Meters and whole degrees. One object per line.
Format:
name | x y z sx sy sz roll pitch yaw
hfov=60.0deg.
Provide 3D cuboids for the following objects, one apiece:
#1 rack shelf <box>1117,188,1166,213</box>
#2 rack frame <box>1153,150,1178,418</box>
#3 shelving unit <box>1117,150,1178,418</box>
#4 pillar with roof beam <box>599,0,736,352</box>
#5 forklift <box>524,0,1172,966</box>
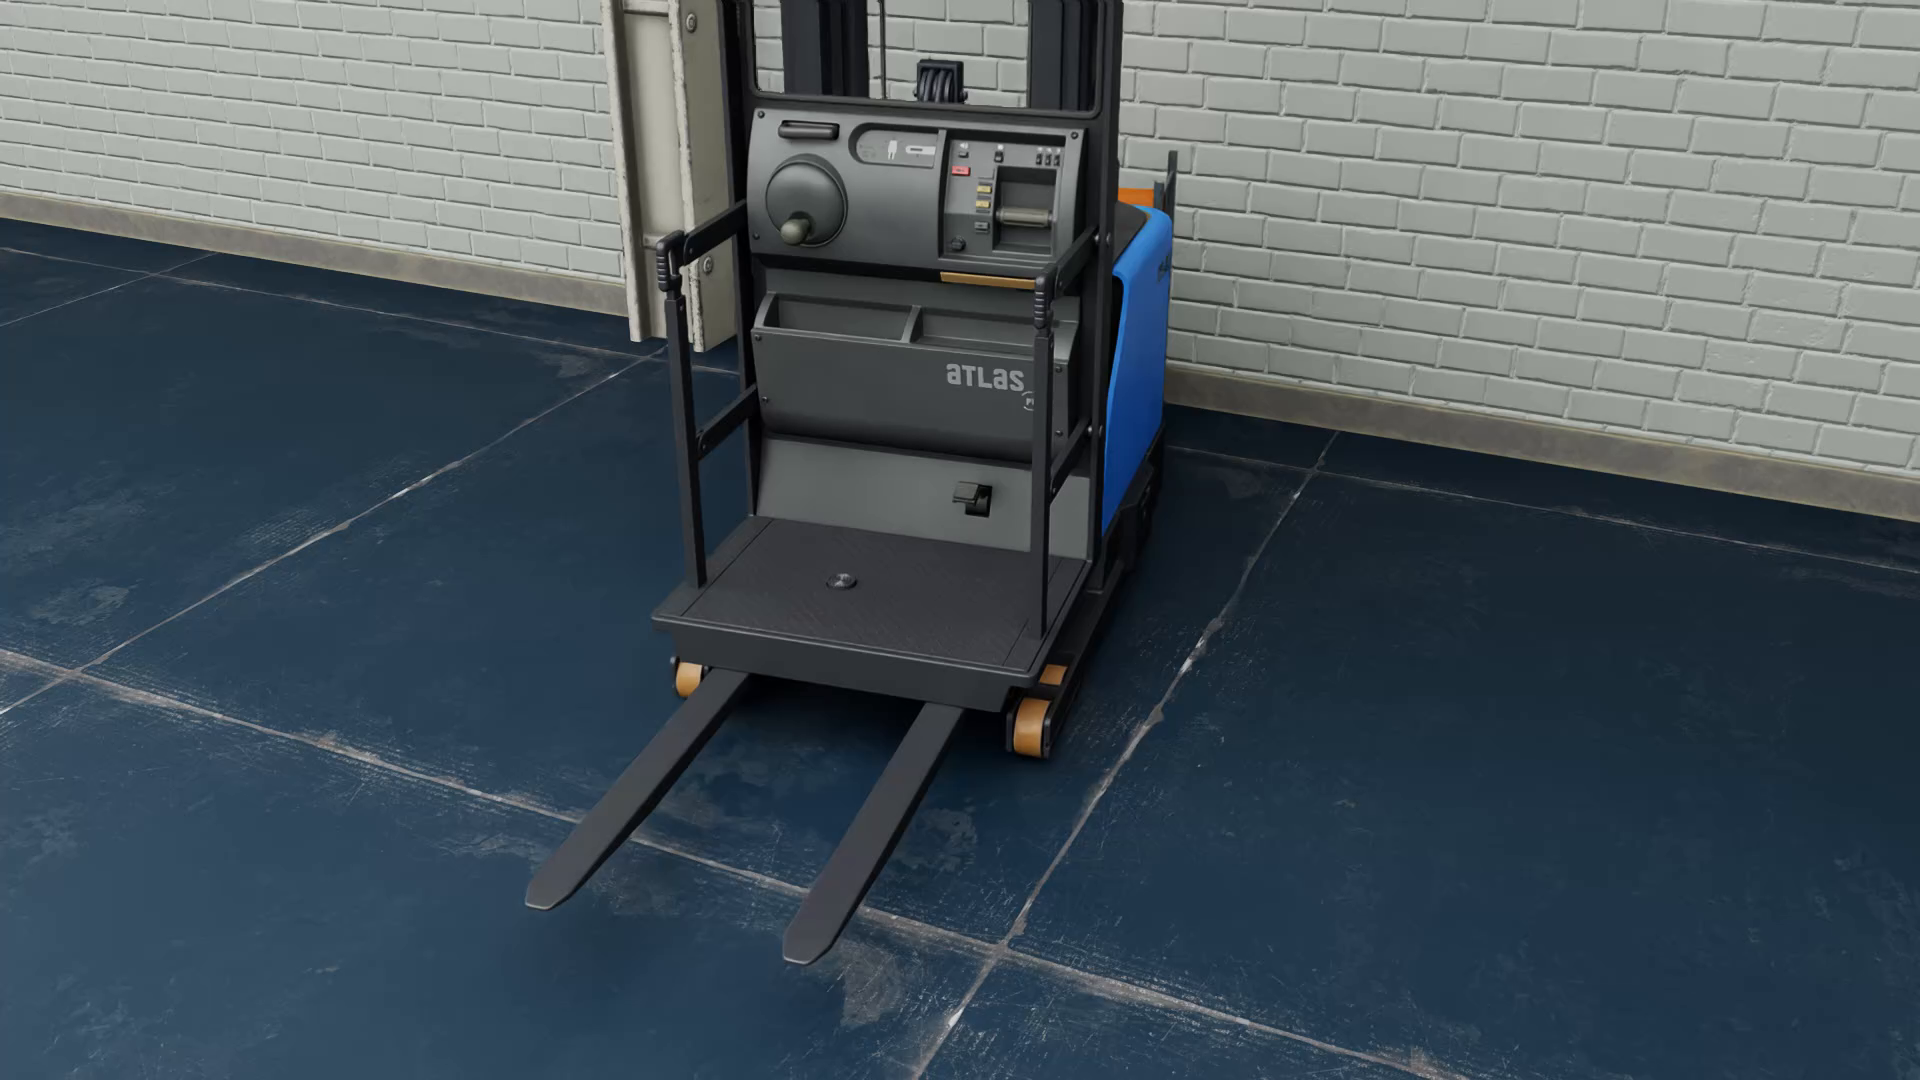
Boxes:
rack shelf | 0.236 -1.133 6.115 1.000 0.278 0.538 6 27 11
rack frame | 0.732 -0.822 6.146 0.032 1.125 0.500 6 27 11
shelving unit | 0.236 -0.871 6.245 1.048 1.125 0.538 6 27 11
pillar with roof beam | -3.048 -3.245 2.153 0.400 9.000 9.100 11 28 22
forklift | -0.191 -0.915 4.291 1.130 2.935 3.031 8 27 15
